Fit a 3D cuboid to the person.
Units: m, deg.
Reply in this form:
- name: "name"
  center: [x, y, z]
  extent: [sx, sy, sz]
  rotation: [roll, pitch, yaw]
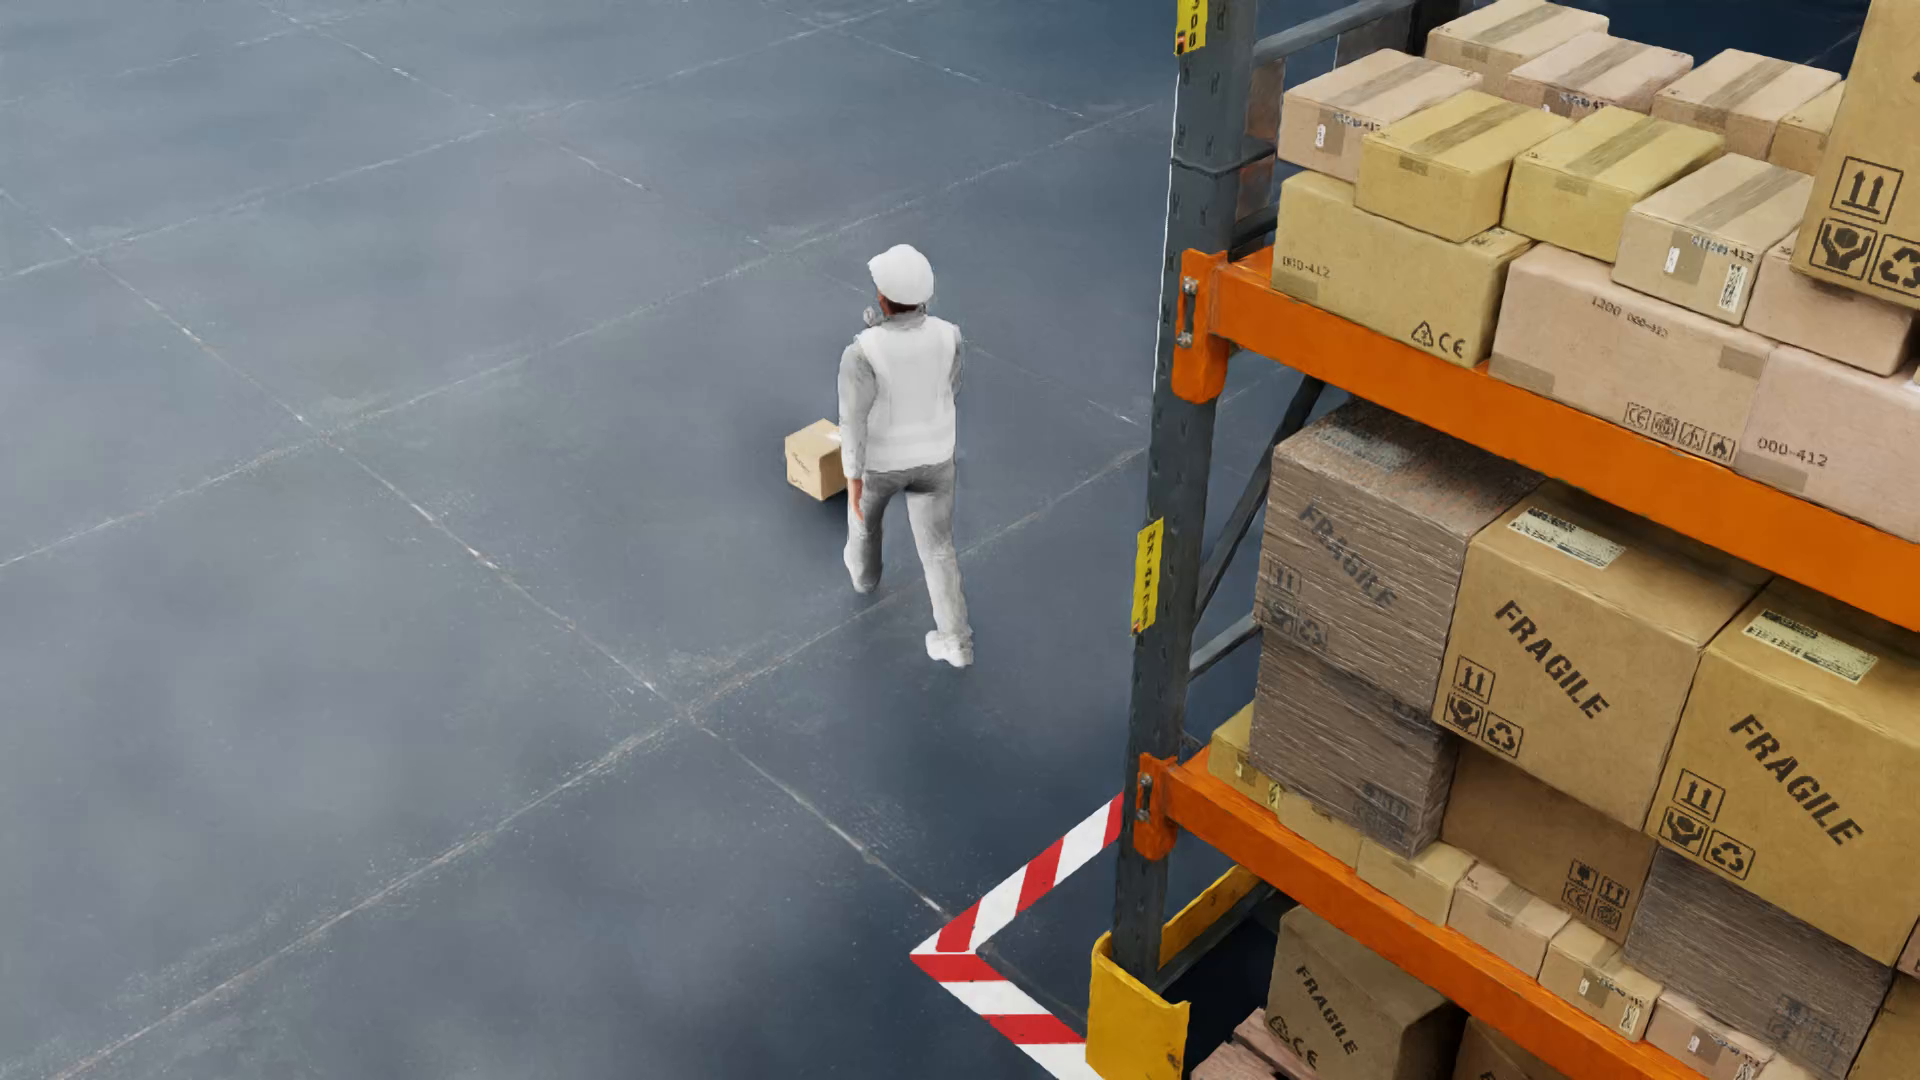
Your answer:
- name: "person"
  center: [-0.239, -0.364, 6.650]
  extent: [0.542, 1.737, 1.024]
  rotation: [-11, 37, -16]
